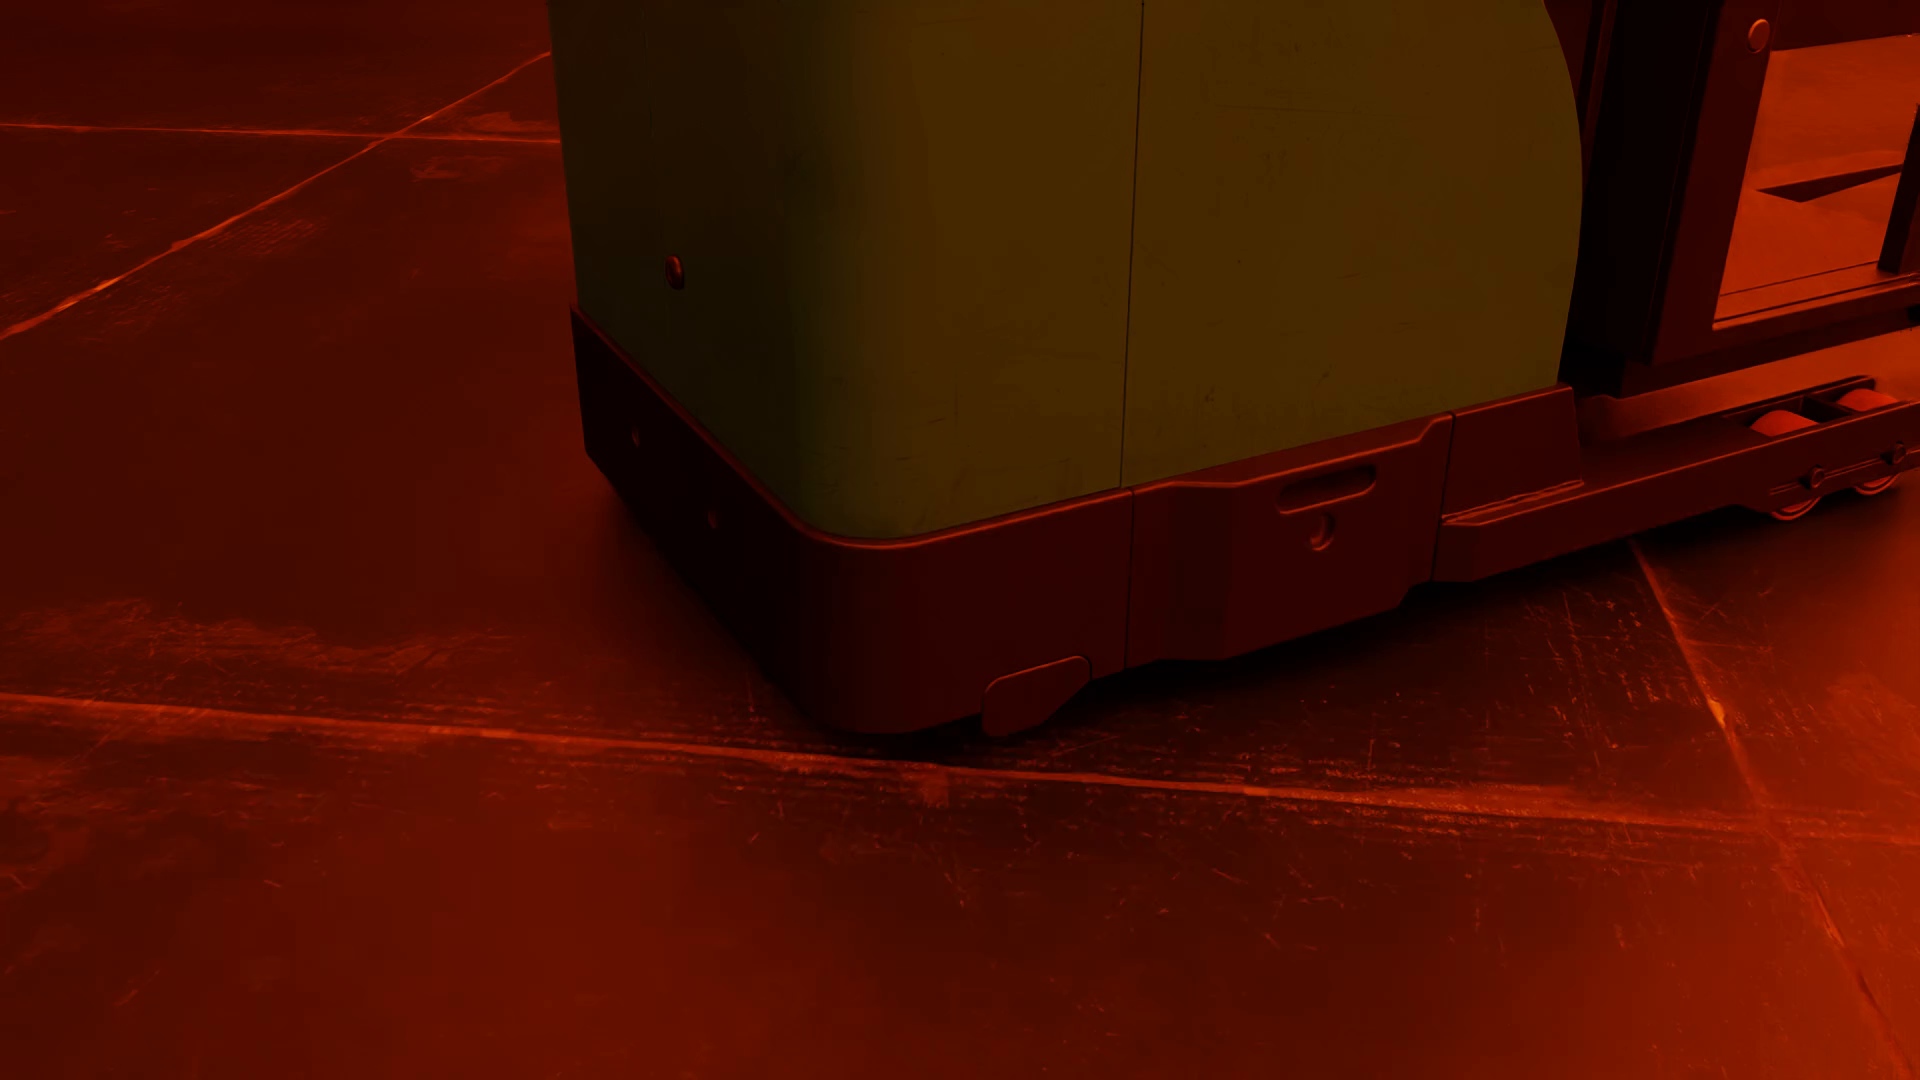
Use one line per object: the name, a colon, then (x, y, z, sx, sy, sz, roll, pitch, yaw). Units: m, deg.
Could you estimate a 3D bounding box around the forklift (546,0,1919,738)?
forklift: (0.951, -1.535, 2.293, 3.031, 2.935, 1.130, -14, 30, -25)
